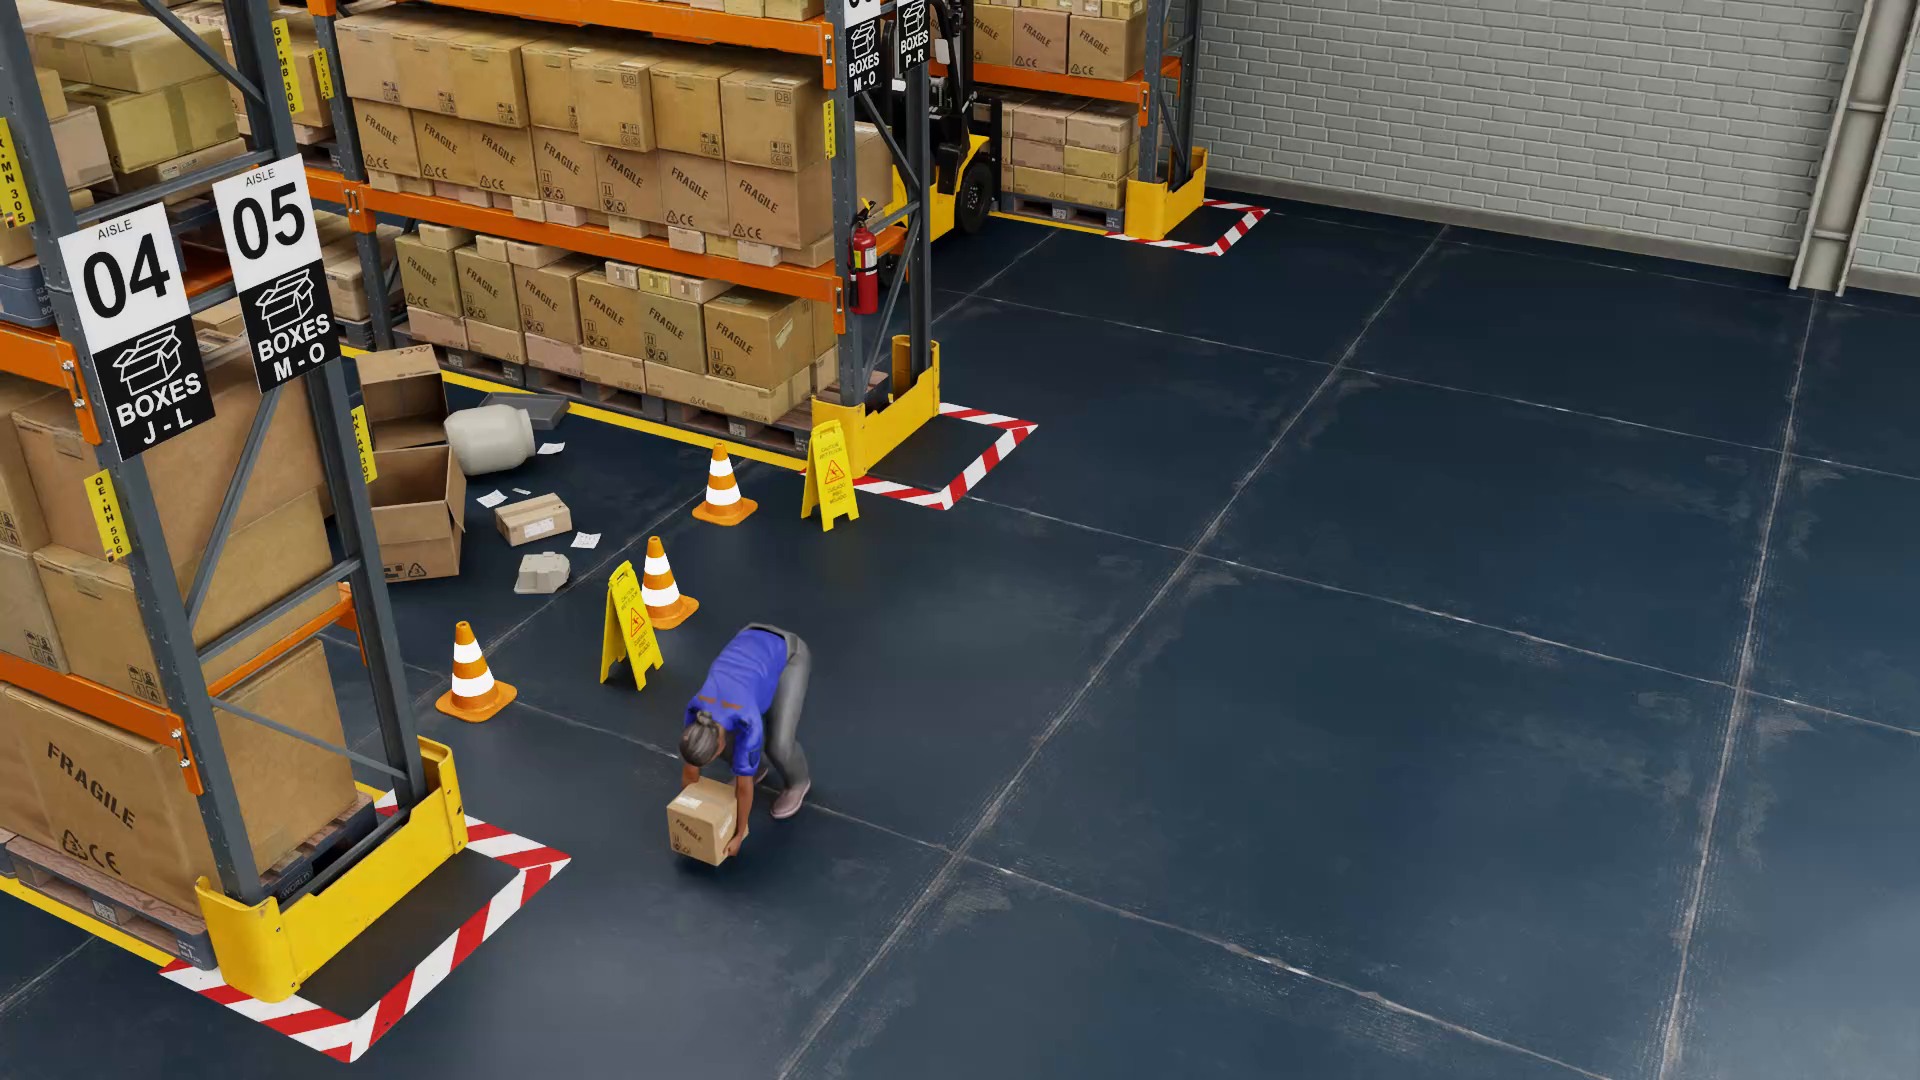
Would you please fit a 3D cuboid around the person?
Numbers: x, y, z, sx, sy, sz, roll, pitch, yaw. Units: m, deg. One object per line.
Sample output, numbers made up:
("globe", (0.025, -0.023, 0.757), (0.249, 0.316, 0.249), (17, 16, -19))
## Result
("person", (-0.979, 0.904, 7.515), (0.464, 0.878, 0.867), (13, 33, 21))
